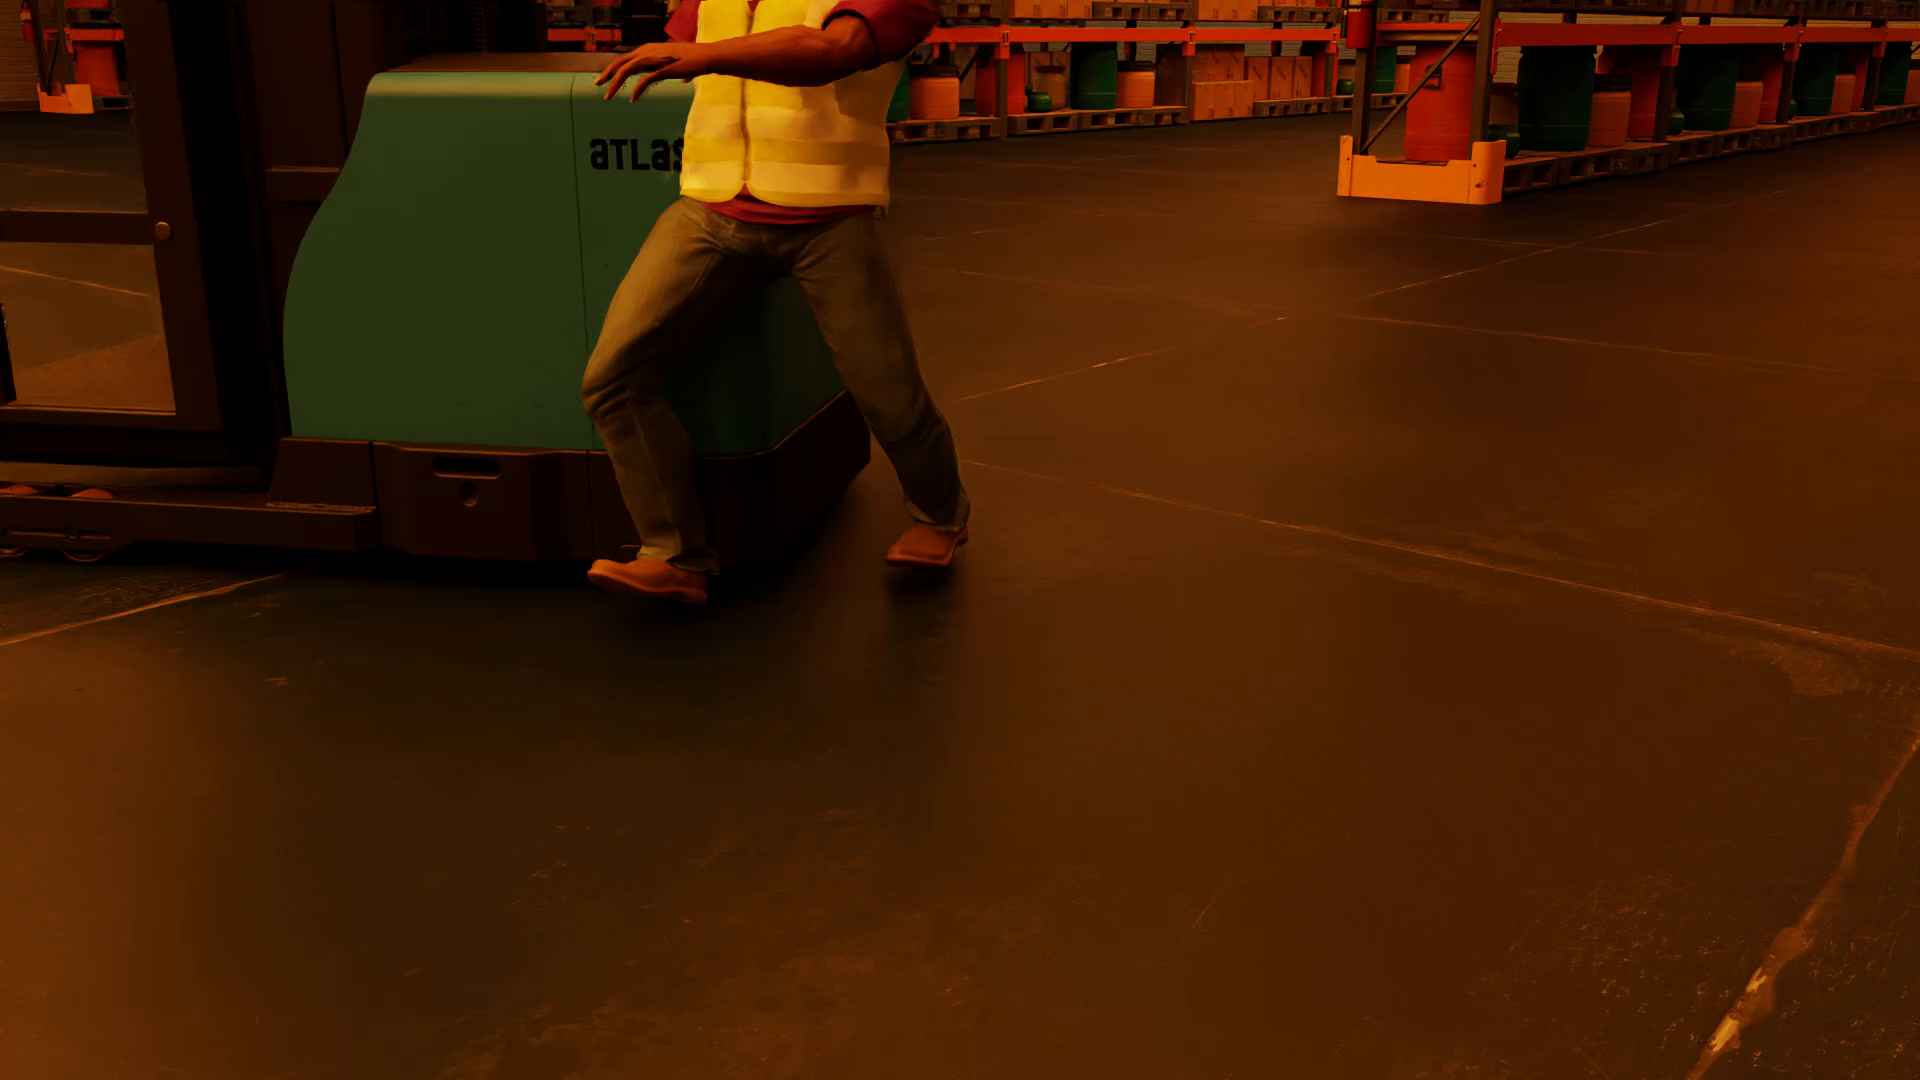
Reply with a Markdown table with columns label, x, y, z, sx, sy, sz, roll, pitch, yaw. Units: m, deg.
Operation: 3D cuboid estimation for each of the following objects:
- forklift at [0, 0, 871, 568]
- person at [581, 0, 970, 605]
| label | x | y | z | sx | sy | sz | roll | pitch | yaw |
| --- | --- | --- | --- | --- | --- | --- | --- | --- | --- |
| forklift | -1.803 | -1.497 | 3.828 | 3.031 | 2.935 | 1.130 | 3 | 17 | 10 |
| person | -0.443 | -0.654 | 3.297 | 0.800 | 1.658 | 0.877 | 6 | 18 | 20 |
